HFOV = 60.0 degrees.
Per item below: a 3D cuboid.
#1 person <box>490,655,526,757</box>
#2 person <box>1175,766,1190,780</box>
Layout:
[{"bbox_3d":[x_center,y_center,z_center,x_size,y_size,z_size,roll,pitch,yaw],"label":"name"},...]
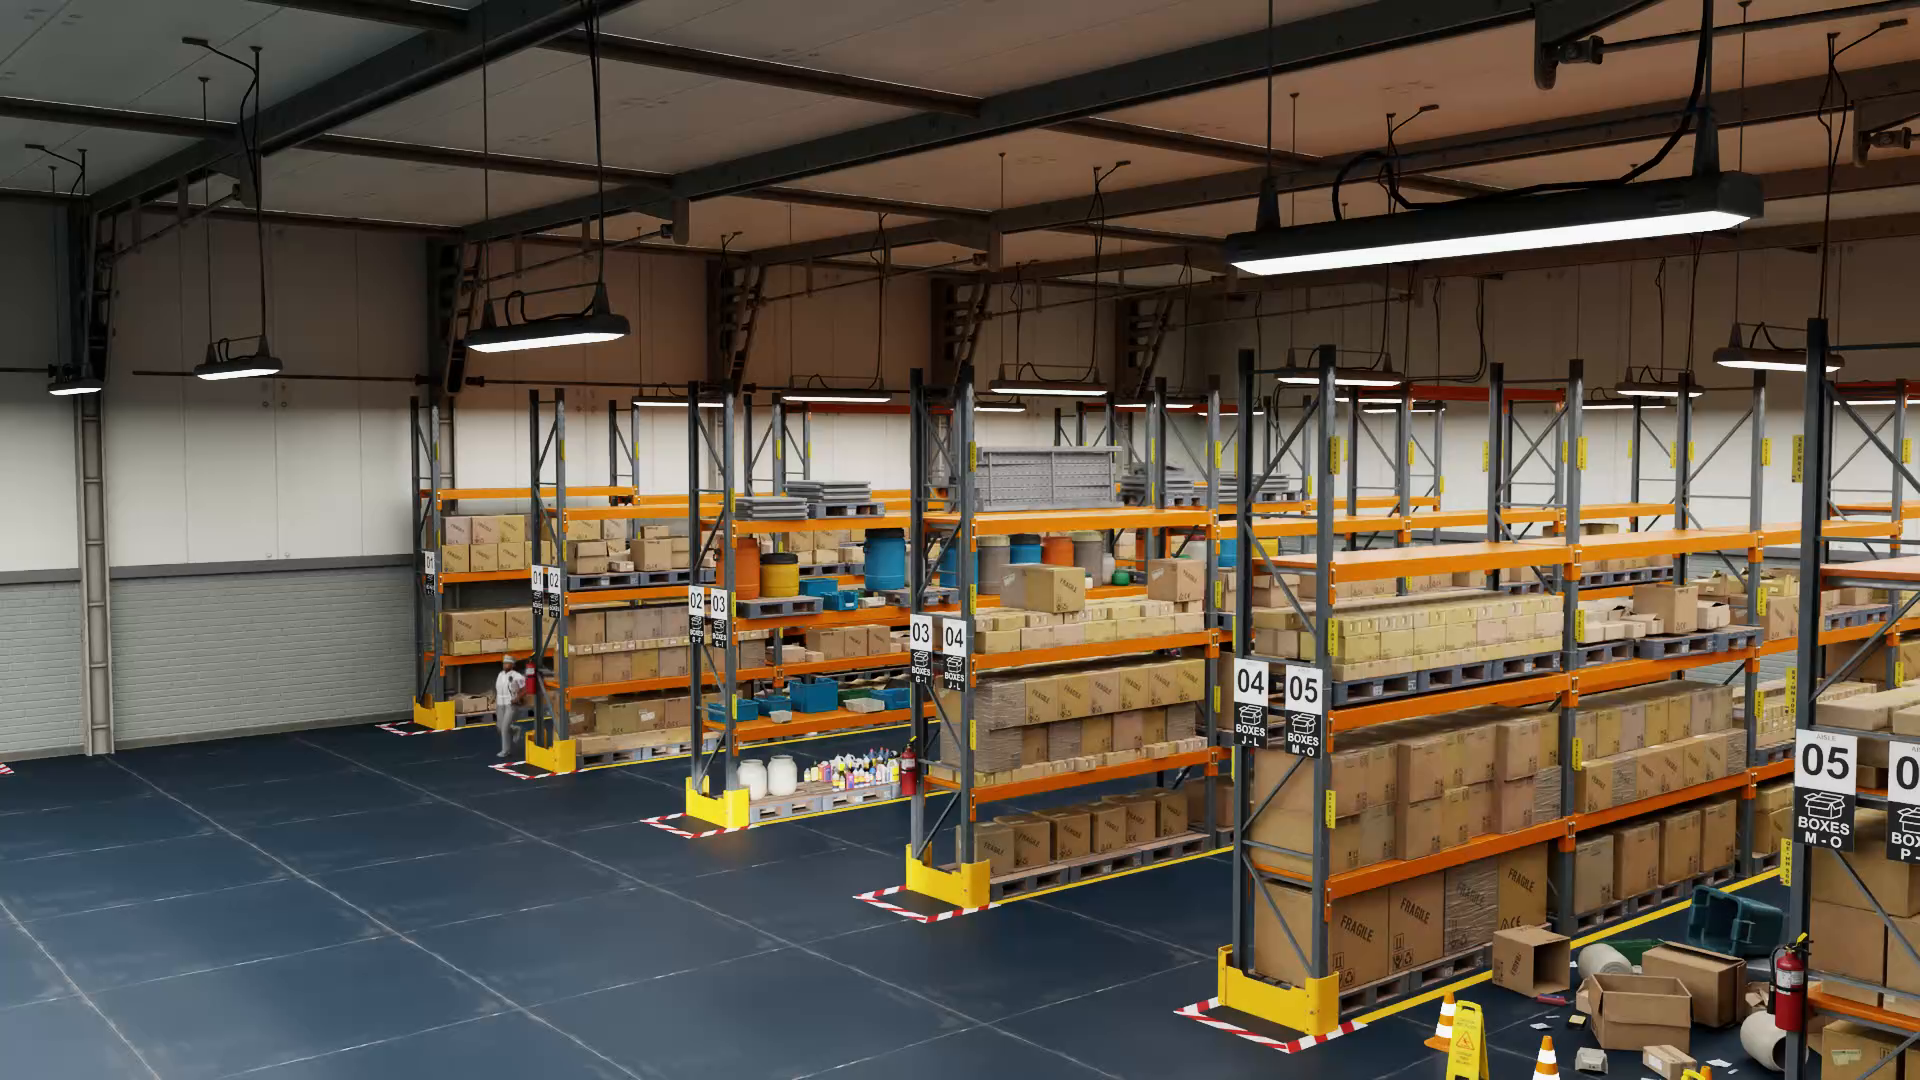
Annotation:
[{"bbox_3d":[-7.437,2.724,27.535,0.575,1.664,0.668,1,4,21],"label":"person"},{"bbox_3d":[3.623,2.895,25.661,0.519,1.571,0.853,3,5,44],"label":"person"}]
